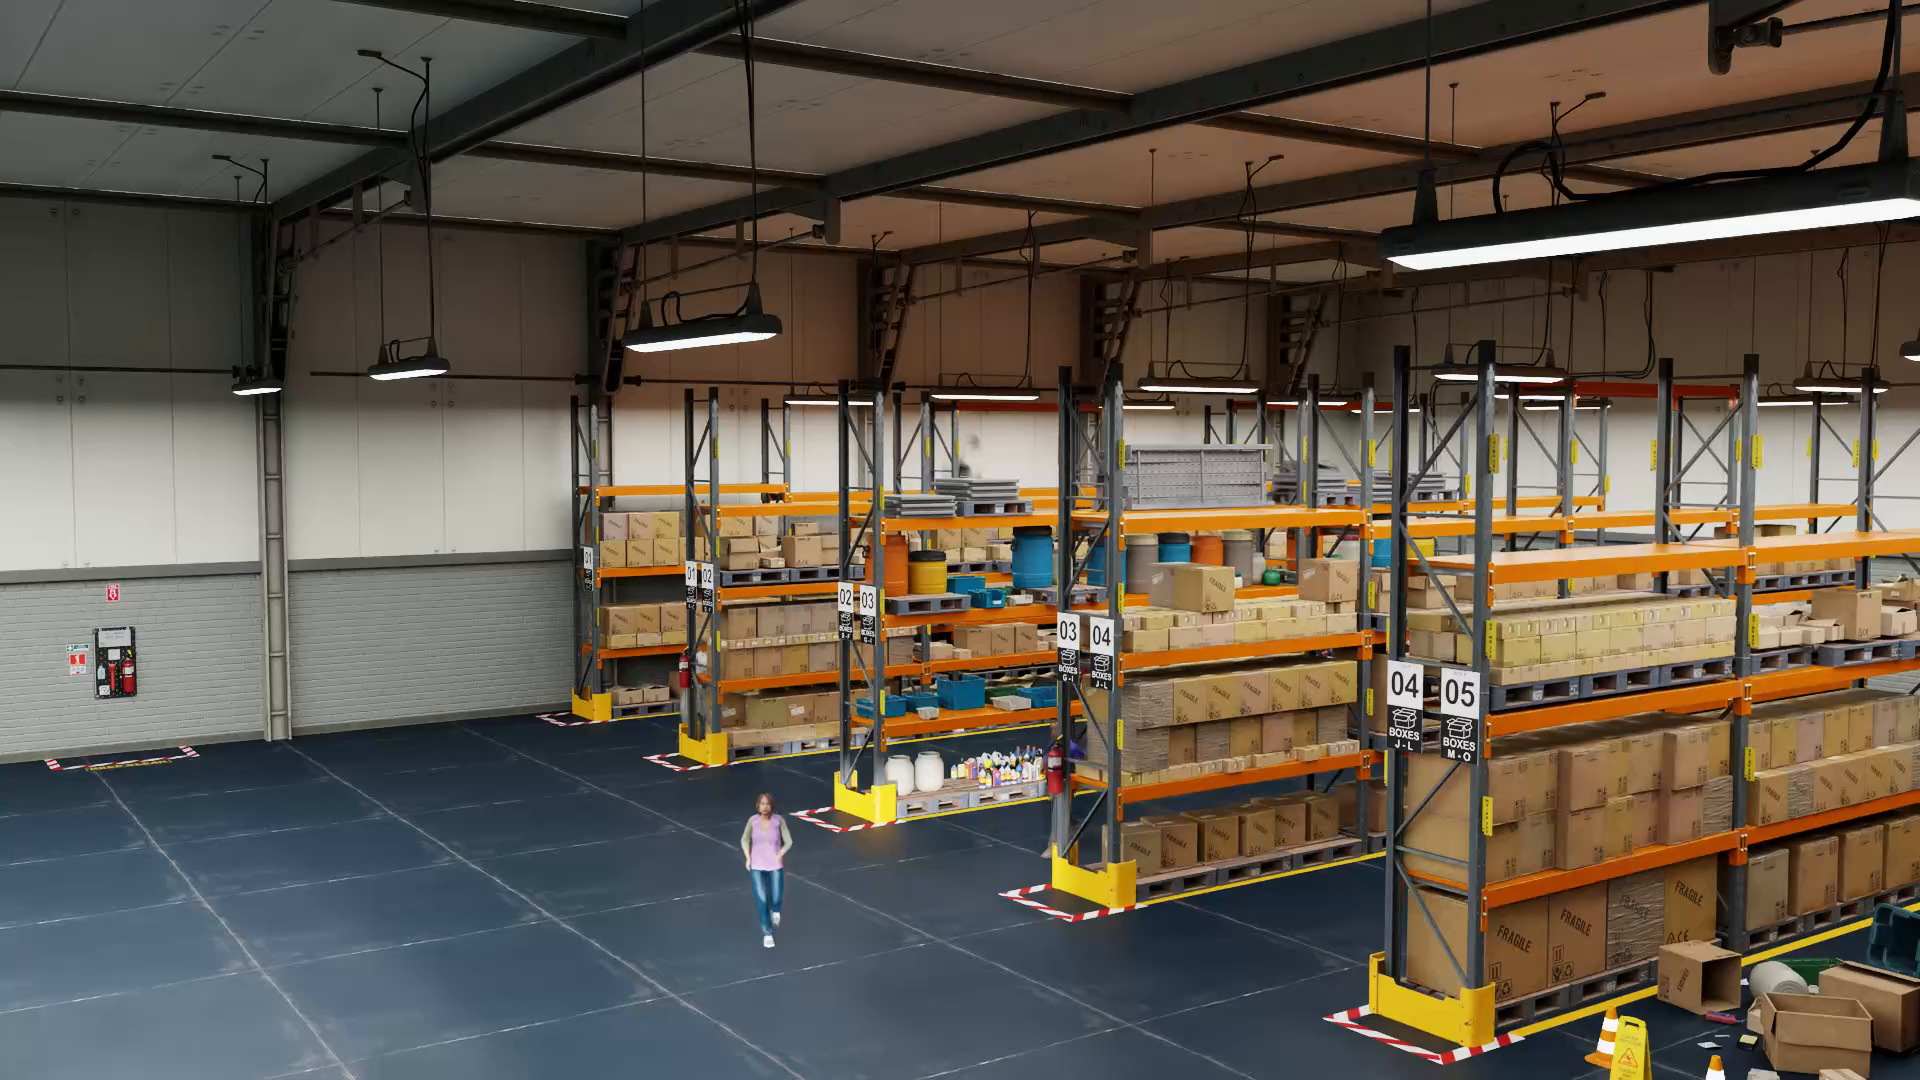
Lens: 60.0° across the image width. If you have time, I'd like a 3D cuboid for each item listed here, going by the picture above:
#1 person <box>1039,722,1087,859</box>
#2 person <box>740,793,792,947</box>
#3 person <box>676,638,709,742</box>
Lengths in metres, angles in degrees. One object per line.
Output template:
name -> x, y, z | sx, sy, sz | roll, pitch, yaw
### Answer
person -> 1.303, 3.097, 20.856 | 0.588, 1.653, 0.918 | 3, 5, 42
person -> -1.990, 3.358, 17.071 | 0.529, 1.556, 0.602 | 0, 3, -4
person -> -4.520, 2.568, 28.667 | 0.646, 1.841, 0.814 | 3, 5, 41
